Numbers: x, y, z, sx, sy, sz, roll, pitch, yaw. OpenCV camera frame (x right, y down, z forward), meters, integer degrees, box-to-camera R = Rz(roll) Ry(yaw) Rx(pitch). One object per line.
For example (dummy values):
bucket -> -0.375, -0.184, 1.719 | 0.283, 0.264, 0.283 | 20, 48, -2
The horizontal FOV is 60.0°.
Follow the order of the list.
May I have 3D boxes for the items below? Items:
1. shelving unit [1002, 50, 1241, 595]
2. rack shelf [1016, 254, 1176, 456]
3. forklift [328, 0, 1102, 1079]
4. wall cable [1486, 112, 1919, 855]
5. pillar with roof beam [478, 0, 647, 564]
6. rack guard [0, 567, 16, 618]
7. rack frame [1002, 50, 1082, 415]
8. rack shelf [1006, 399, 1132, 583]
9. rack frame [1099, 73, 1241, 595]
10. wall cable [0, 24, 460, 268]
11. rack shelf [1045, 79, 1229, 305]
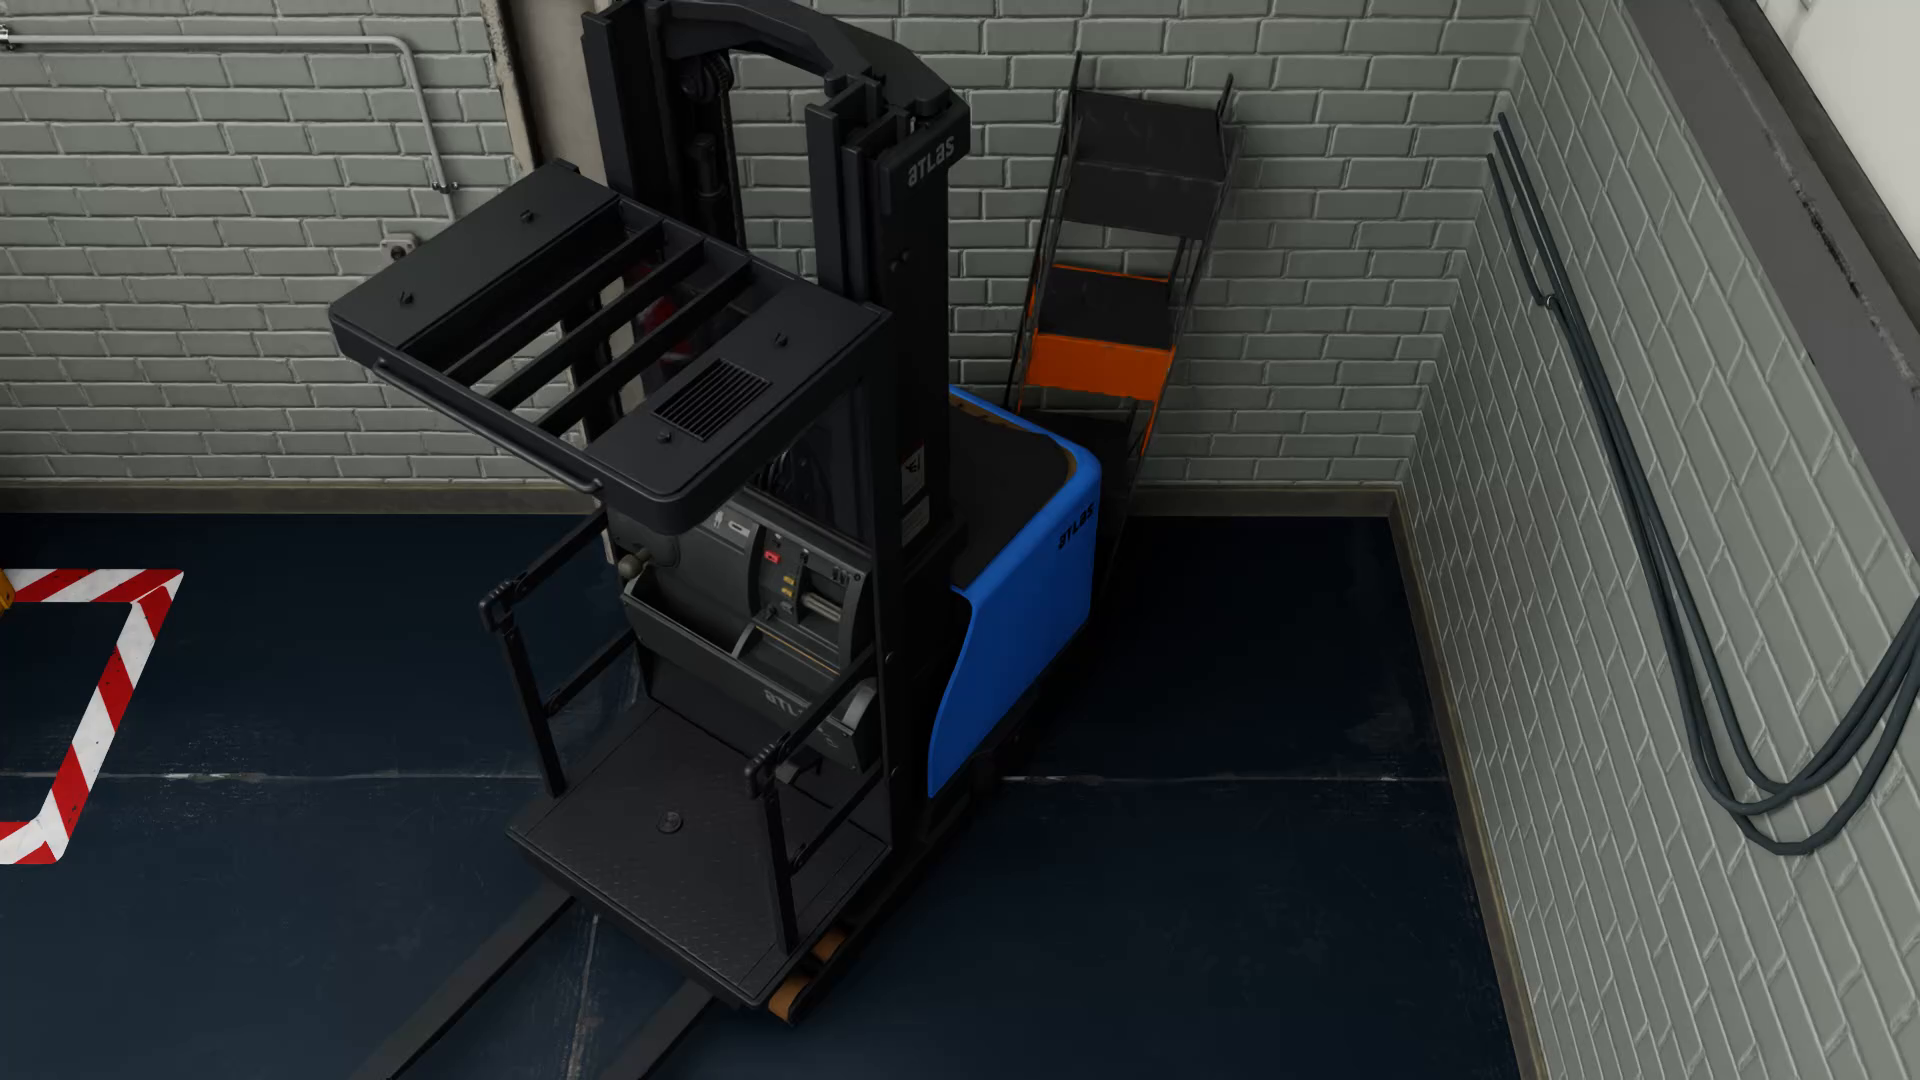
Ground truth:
shelving unit -> 0.467, -0.665, 5.894 | 0.503, 2.100, 0.431 | 7, 47, -4
rack shelf -> 0.465, -0.656, 5.904 | 0.480, 0.518, 0.431 | 7, 47, -4
forklift -> -0.773, 0.128, 4.629 | 1.130, 2.935, 3.031 | 28, 53, 23
wall cable -> 1.739, -1.124, 3.770 | 0.112, 2.526, 3.097 | 0, 47, 0
pillar with roof beam -> -1.228, 0.067, 0.540 | 0.400, 9.000, 9.100 | 0, 47, 0
rack guard -> -3.891, 0.437, 6.002 | 0.348, 0.500, 1.175 | 0, 47, 0
rack frame -> 0.225, -0.696, 5.878 | 0.015, 2.100, 0.400 | 7, 47, -4
rack shelf -> 0.370, -0.187, 6.415 | 0.480, 0.518, 0.431 | 7, 47, -4
rack frame -> 0.708, -0.633, 5.910 | 0.015, 2.100, 0.400 | 7, 47, -4
wall cable -> -2.632, -1.450, 5.356 | 1.851, 1.984, 0.084 | 0, 47, 0
rack shelf -> 0.560, -1.124, 5.393 | 0.480, 0.518, 0.431 | 7, 47, -4
